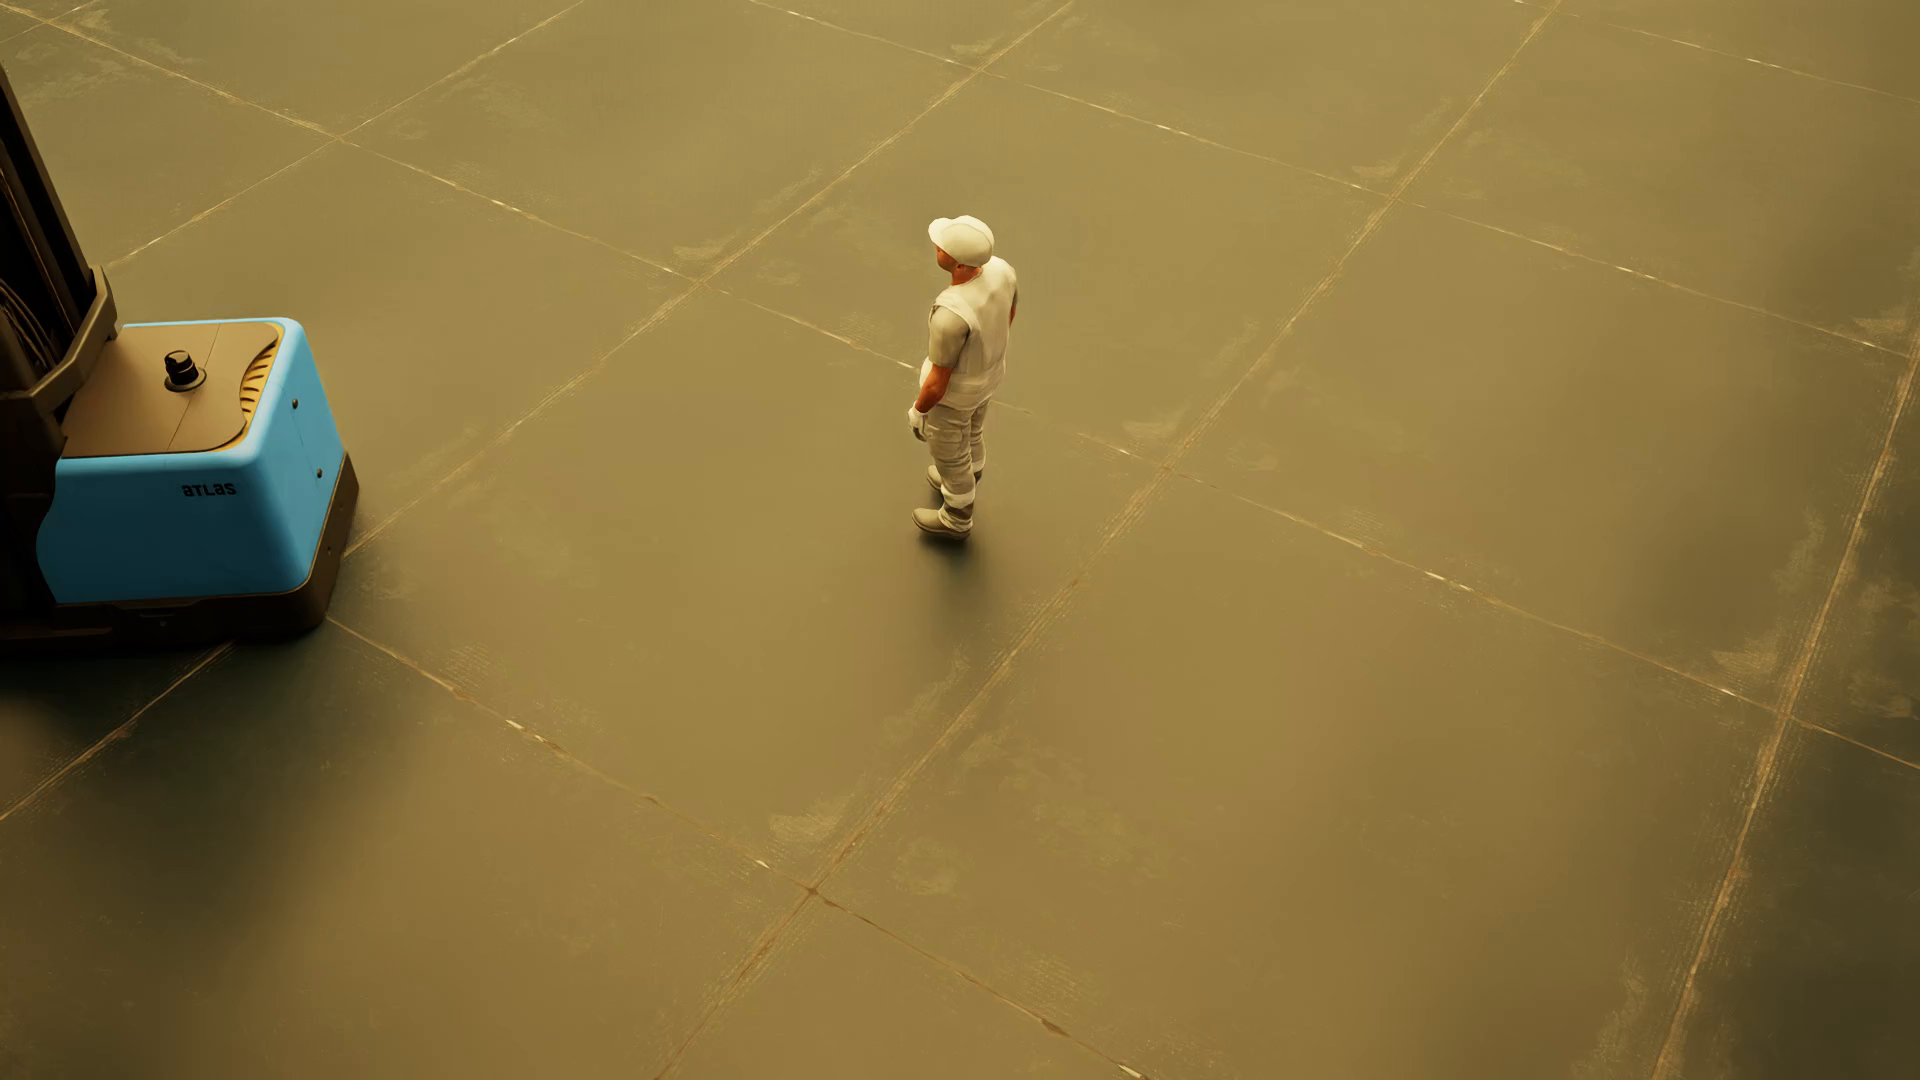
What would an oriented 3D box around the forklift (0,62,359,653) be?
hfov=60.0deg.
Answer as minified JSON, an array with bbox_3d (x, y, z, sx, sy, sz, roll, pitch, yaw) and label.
[{"bbox_3d":[-4.416,-0.888,6.785,3.031,2.935,1.130,-3,44,-3],"label":"forklift"}]

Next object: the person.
[{"bbox_3d":[-0.062,-0.719,7.369,0.561,1.789,0.638,24,48,23],"label":"person"}]
